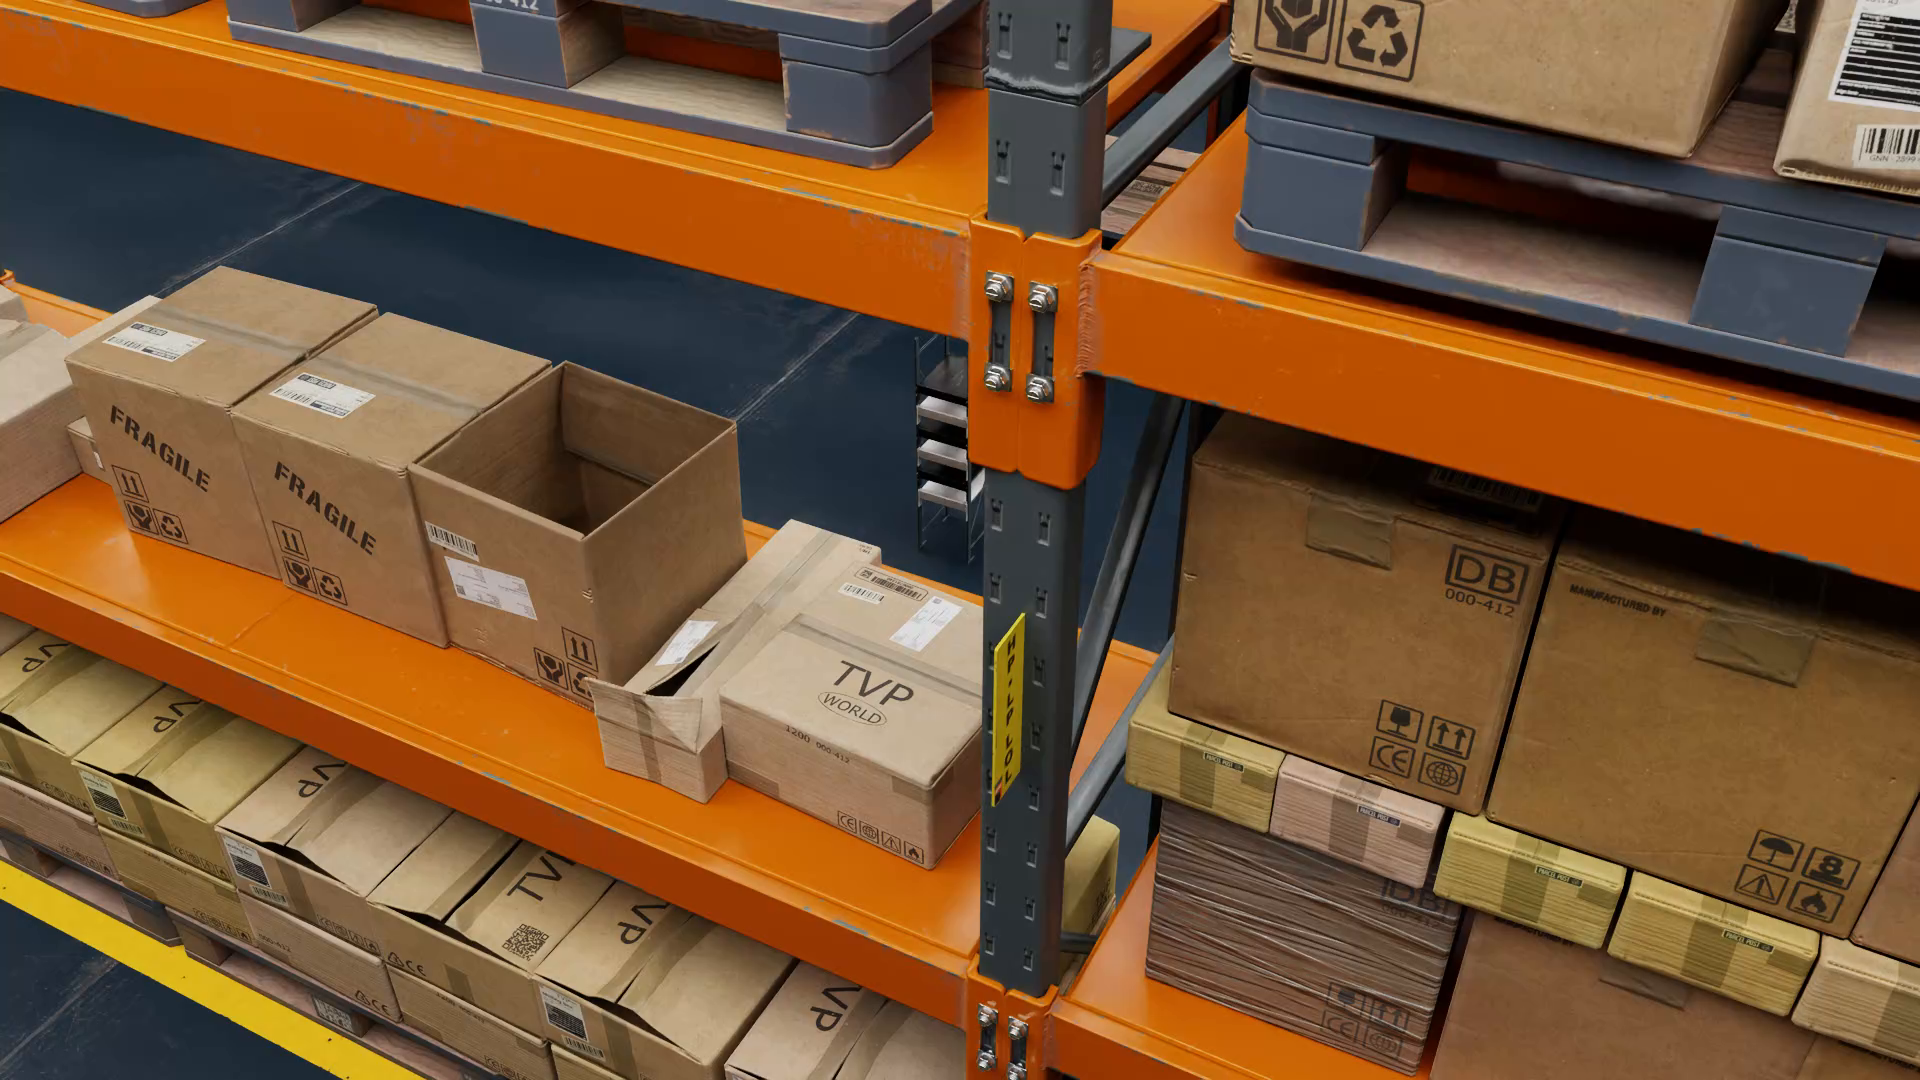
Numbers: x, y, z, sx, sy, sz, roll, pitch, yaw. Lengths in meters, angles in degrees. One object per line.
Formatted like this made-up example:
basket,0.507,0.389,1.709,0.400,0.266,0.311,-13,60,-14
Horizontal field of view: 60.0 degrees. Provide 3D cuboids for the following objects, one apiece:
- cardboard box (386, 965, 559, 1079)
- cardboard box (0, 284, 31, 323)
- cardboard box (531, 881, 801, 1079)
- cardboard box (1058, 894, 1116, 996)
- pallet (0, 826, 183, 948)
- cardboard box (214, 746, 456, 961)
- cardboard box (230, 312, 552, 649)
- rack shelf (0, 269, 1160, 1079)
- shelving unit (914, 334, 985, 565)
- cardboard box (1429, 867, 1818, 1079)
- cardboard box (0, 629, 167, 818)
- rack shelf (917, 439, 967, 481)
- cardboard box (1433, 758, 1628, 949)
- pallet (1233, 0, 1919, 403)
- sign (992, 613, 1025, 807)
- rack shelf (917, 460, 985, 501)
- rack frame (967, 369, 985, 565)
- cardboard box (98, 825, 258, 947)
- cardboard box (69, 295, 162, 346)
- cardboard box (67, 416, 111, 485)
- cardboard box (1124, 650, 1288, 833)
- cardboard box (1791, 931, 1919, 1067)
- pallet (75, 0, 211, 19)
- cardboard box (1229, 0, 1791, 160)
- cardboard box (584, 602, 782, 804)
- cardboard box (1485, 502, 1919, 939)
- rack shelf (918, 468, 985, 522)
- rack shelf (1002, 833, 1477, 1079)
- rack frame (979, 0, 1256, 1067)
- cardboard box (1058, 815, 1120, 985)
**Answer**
cardboard box,-1.089,1.082,4.271,0.500,0.250,0.500,18,41,22
cardboard box,-2.934,-0.555,4.574,0.500,0.311,0.500,20,42,24
cardboard box,-0.641,1.002,3.913,0.500,0.311,0.500,19,41,23
cardboard box,0.071,1.080,4.273,0.500,0.250,0.500,16,40,20
pallet,-2.523,0.645,5.225,1.213,0.211,1.003,17,41,21
cardboard box,-1.527,0.720,4.284,0.500,0.311,0.500,17,40,21
cardboard box,-1.272,-0.151,3.885,0.500,0.500,0.500,17,41,22
rack shelf,-1.460,0.128,4.196,4.000,0.370,1.077,17,41,21
shelving unit,-0.007,-0.361,5.981,0.210,0.900,0.258,17,41,21
cardboard box,1.184,0.620,2.869,0.500,0.500,0.700,17,40,21
cardboard box,-2.436,0.434,4.660,0.500,0.311,0.500,16,40,20
rack shelf,-0.007,-0.334,6.001,0.200,0.077,0.258,17,41,21
cardboard box,0.918,0.418,2.599,0.250,0.149,0.380,16,40,20
pallet,1.085,-0.539,2.072,1.213,0.211,1.003,17,41,21
sign,0.075,0.261,2.532,0.005,0.325,0.100,17,41,21
rack shelf,-0.007,-0.262,6.055,0.200,0.077,0.258,17,41,21
rack frame,0.083,-0.332,5.944,0.006,0.900,0.240,17,41,21
cardboard box,-1.995,0.797,4.646,0.500,0.250,0.500,16,40,20
cardboard box,-2.311,-0.513,4.653,0.250,0.149,0.380,17,41,21
cardboard box,-2.078,-0.291,4.360,0.250,0.149,0.380,20,42,25
cardboard box,0.465,0.278,2.784,0.250,0.149,0.380,17,41,21
cardboard box,1.373,0.561,2.411,0.250,0.149,0.380,16,40,20
pallet,-1.598,-1.385,3.268,1.213,0.211,1.003,19,41,24
cardboard box,0.642,-0.779,1.768,0.500,0.500,0.500,21,42,25
cardboard box,-0.550,0.305,3.479,0.258,0.266,0.396,16,40,20
cardboard box,1.162,0.100,2.481,0.500,0.500,0.700,17,40,21
rack shelf,-0.007,-0.191,6.110,0.200,0.077,0.258,17,41,21
rack shelf,2.091,1.240,2.731,4.000,0.370,1.077,17,41,21
rack frame,0.315,0.397,3.246,0.127,3.000,1.000,17,41,21
cardboard box,0.063,0.853,4.108,0.500,0.311,0.500,18,41,22
